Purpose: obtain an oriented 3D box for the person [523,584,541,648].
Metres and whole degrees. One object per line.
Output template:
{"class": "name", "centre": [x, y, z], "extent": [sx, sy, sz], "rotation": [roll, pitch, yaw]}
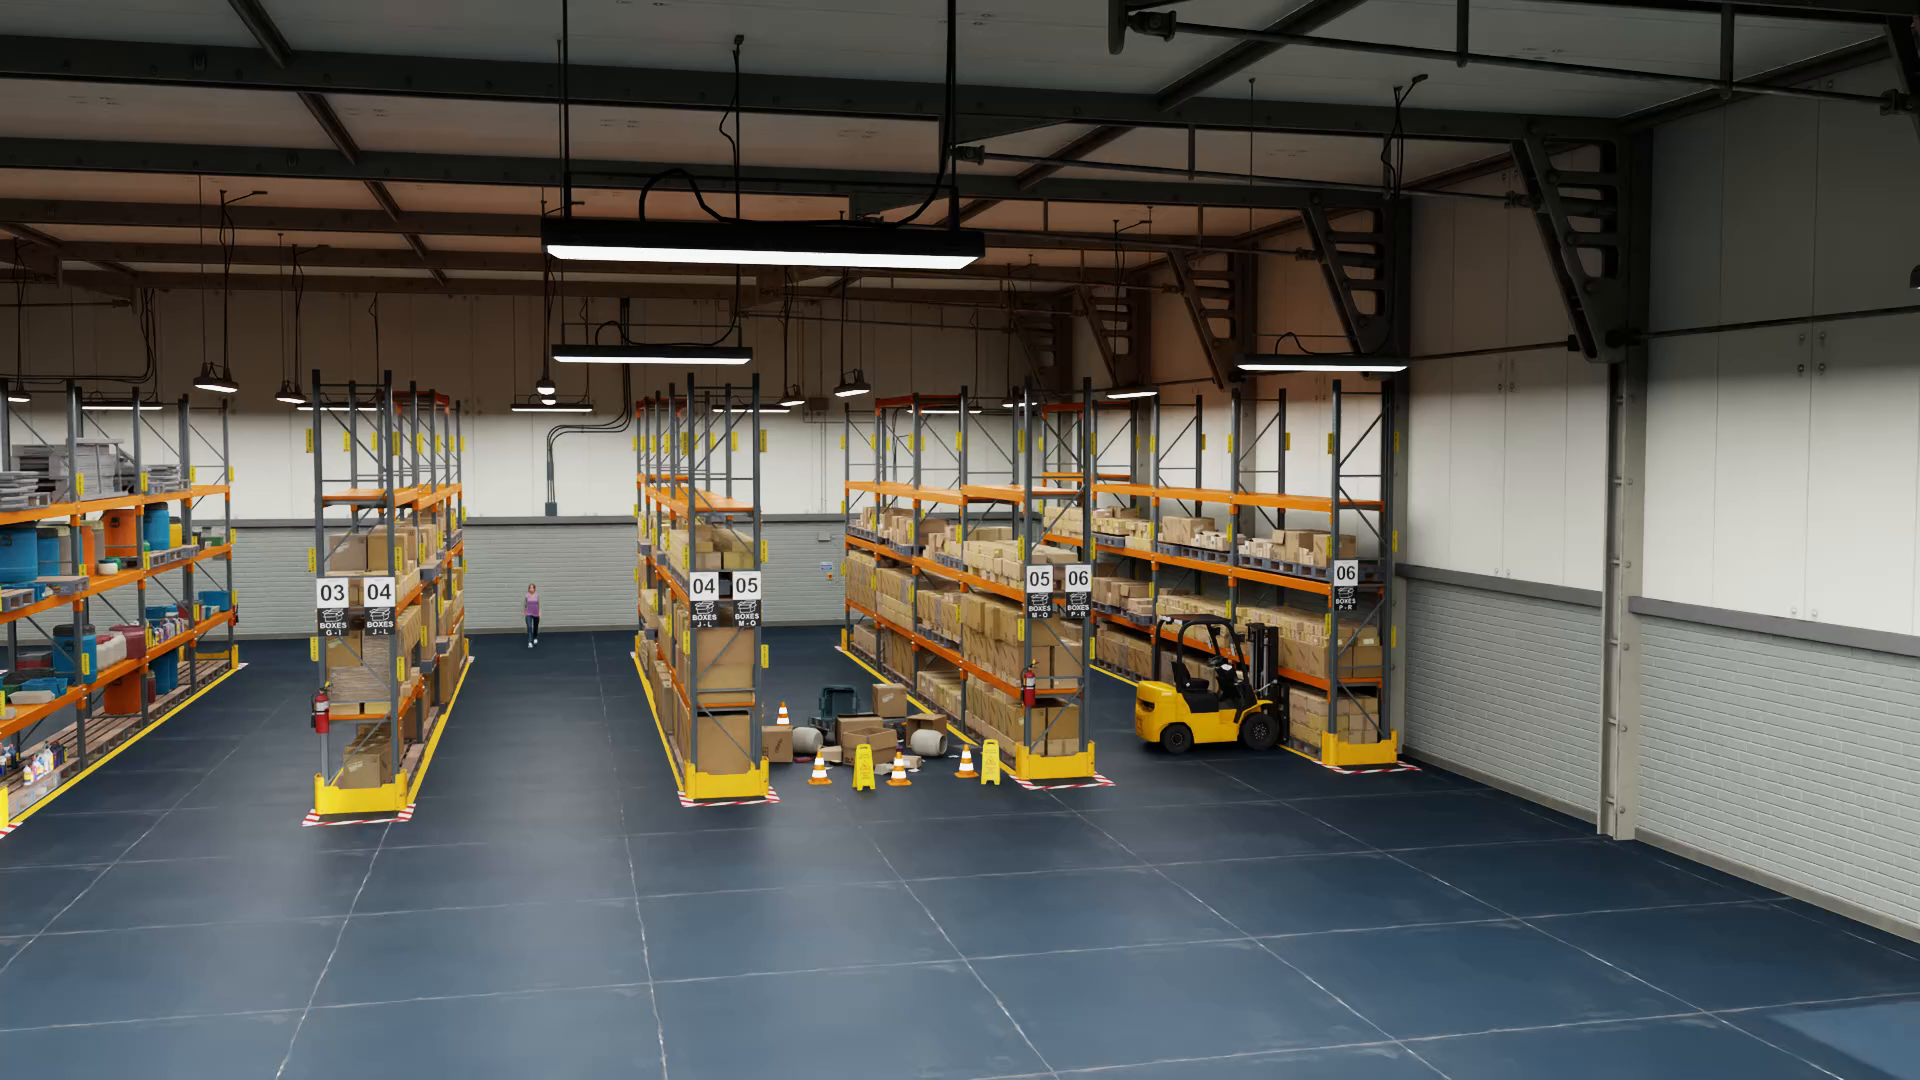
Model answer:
{"class": "person", "centre": [-10.523, 1.845, 40.917], "extent": [0.440, 1.540, 0.972], "rotation": [-1, 3, -16]}
